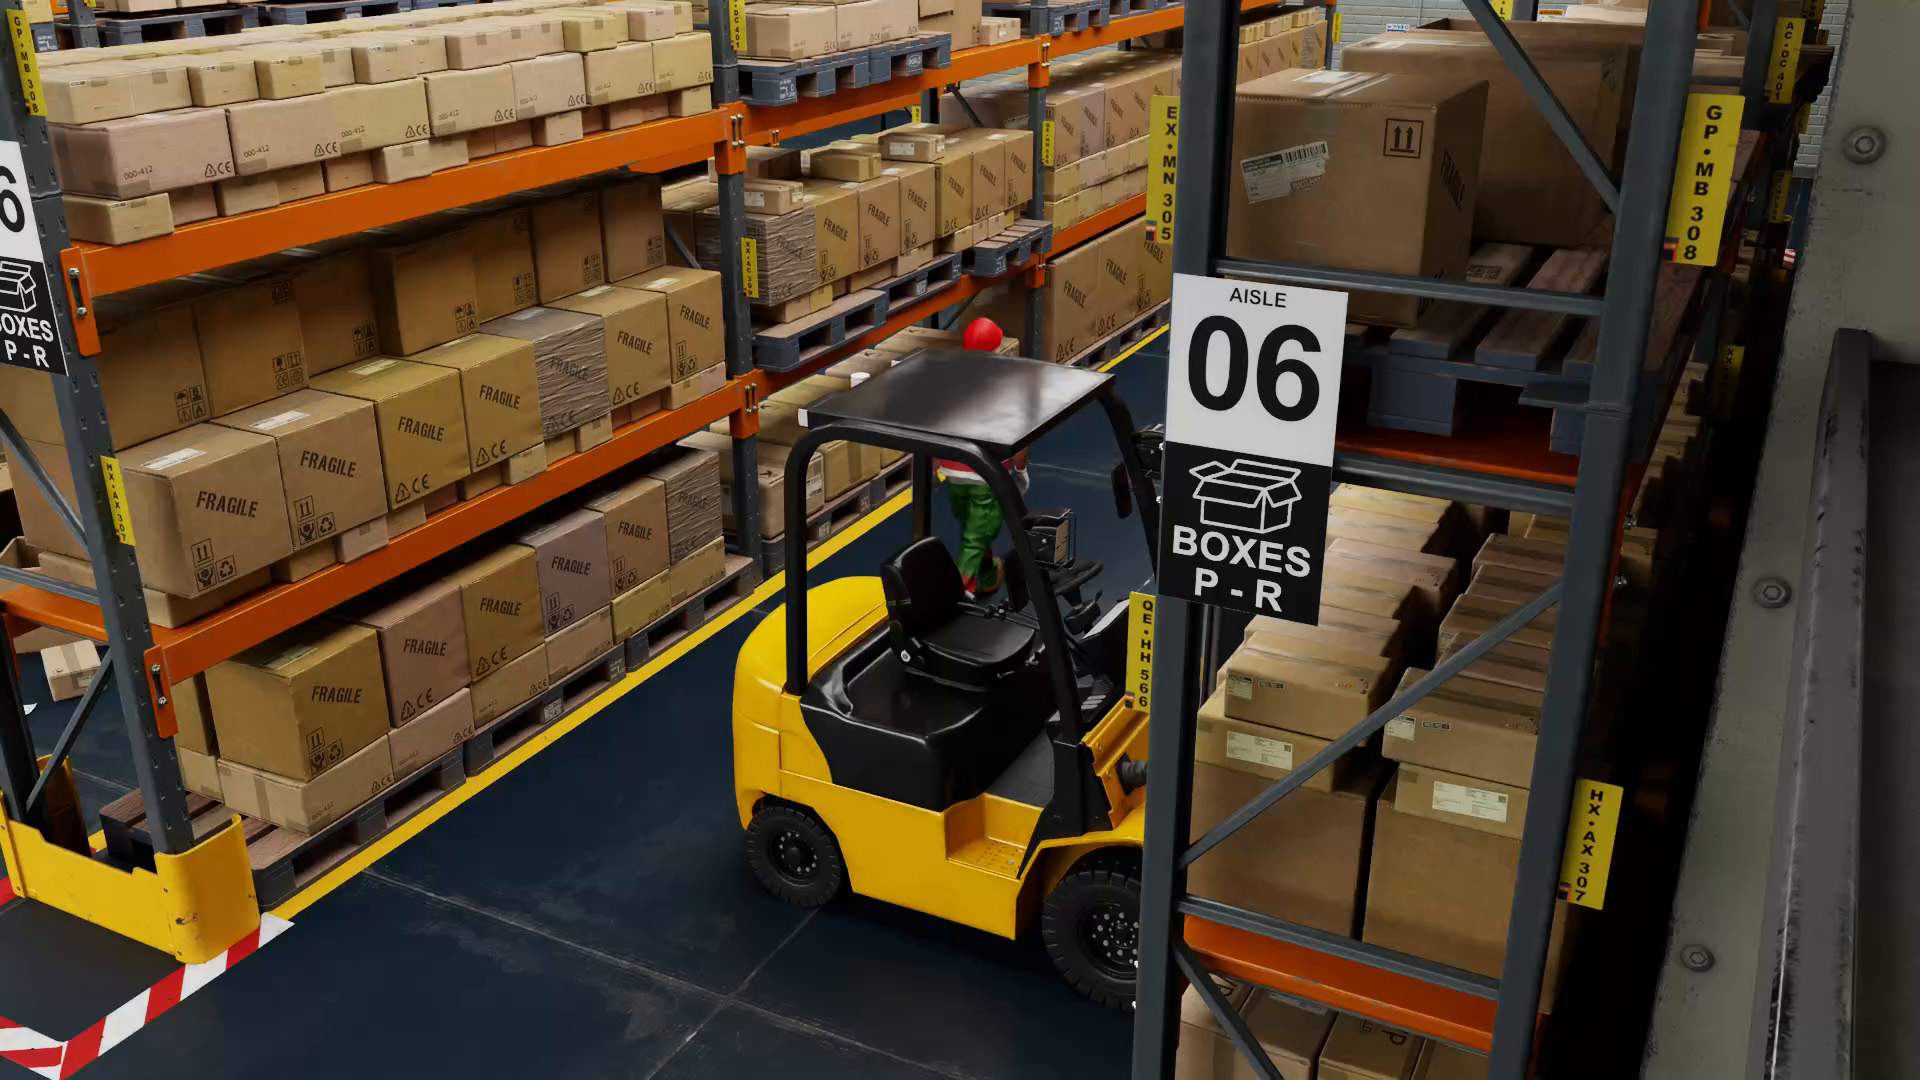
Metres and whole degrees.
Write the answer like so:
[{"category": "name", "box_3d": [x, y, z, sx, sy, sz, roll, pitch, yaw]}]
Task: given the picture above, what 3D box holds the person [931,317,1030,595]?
[{"category": "person", "box_3d": [0.115, -0.388, 9.242, 0.547, 1.730, 1.084, 9, 24, 21]}]
